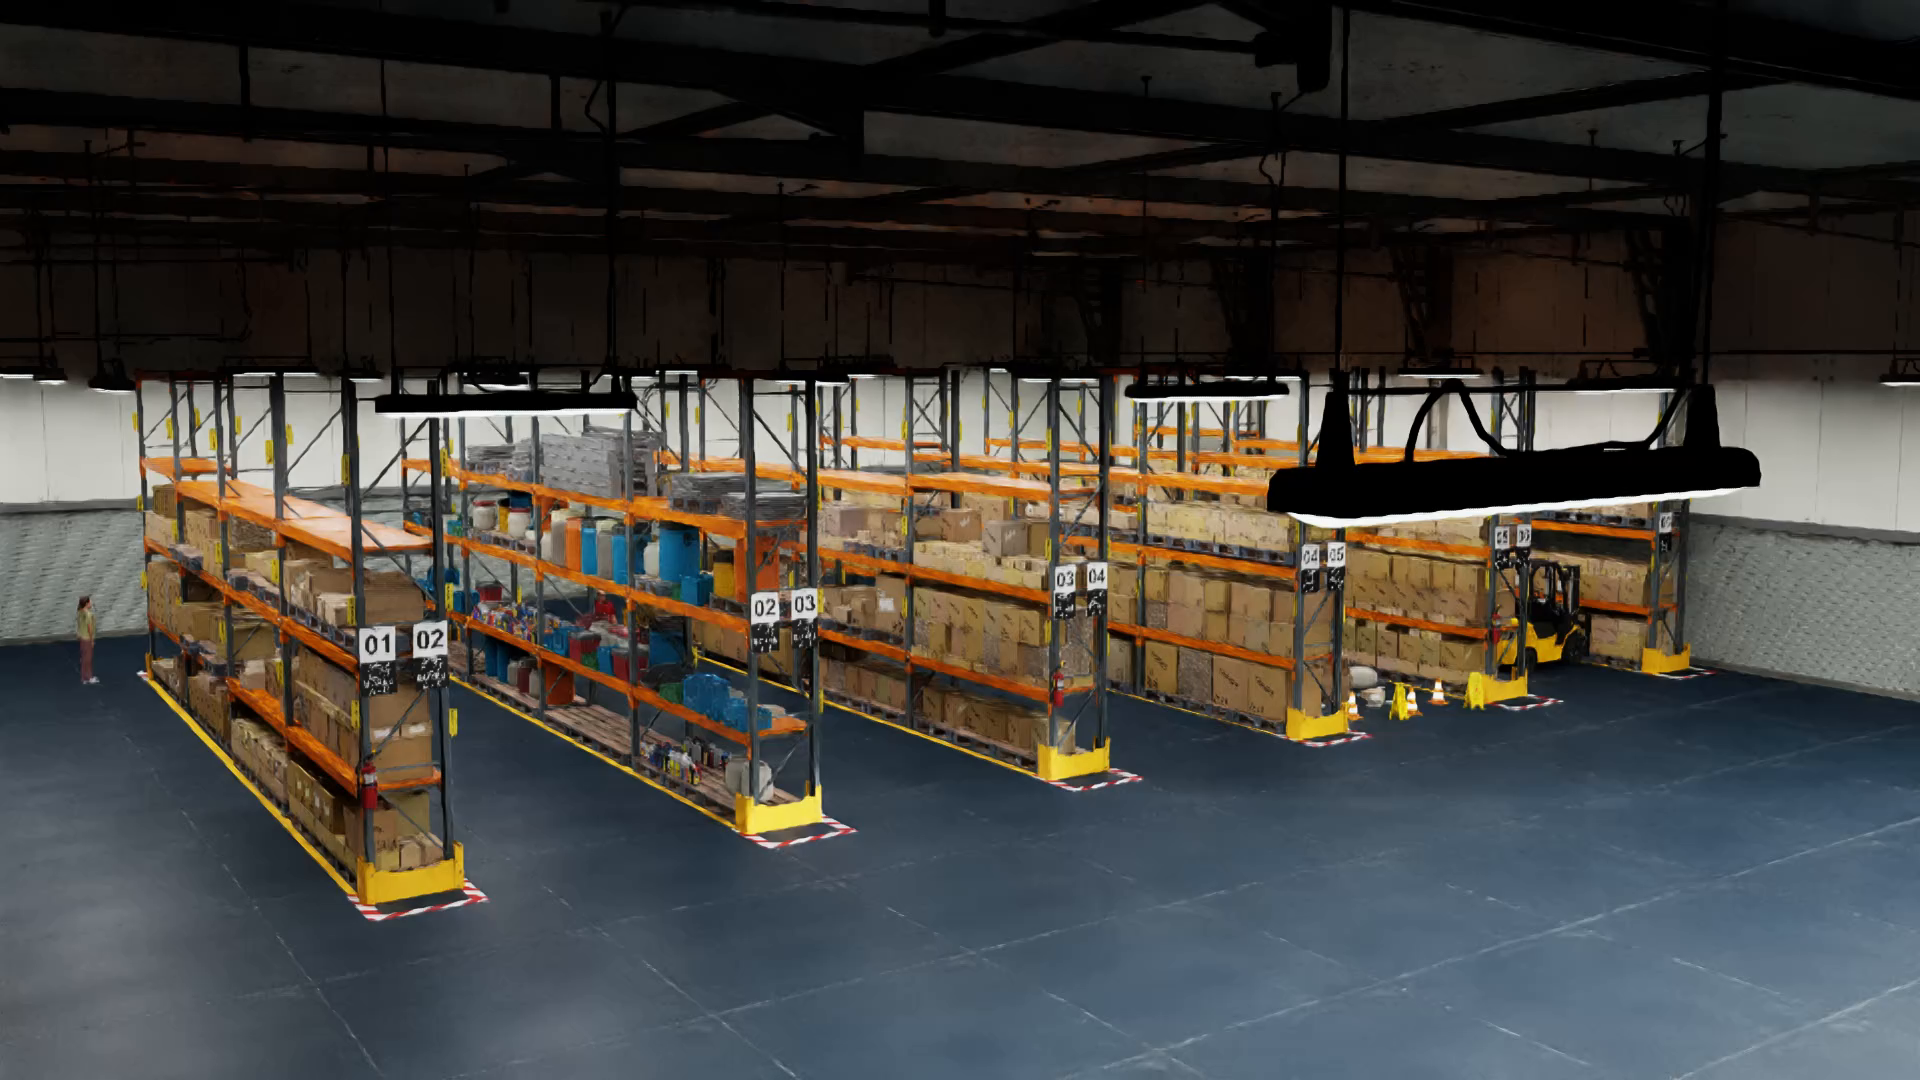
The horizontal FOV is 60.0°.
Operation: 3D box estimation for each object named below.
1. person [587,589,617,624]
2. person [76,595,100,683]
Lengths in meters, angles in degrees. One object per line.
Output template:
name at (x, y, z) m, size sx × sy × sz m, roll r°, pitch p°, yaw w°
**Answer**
person at (-7.077, 1.785, 32.914) m, size 0.557 × 1.669 × 1.040 m, roll -4°, pitch 8°, yaw -35°
person at (-16.697, 1.889, 31.842) m, size 0.555 × 1.676 × 0.387 m, roll 5°, pitch 8°, yaw 38°
